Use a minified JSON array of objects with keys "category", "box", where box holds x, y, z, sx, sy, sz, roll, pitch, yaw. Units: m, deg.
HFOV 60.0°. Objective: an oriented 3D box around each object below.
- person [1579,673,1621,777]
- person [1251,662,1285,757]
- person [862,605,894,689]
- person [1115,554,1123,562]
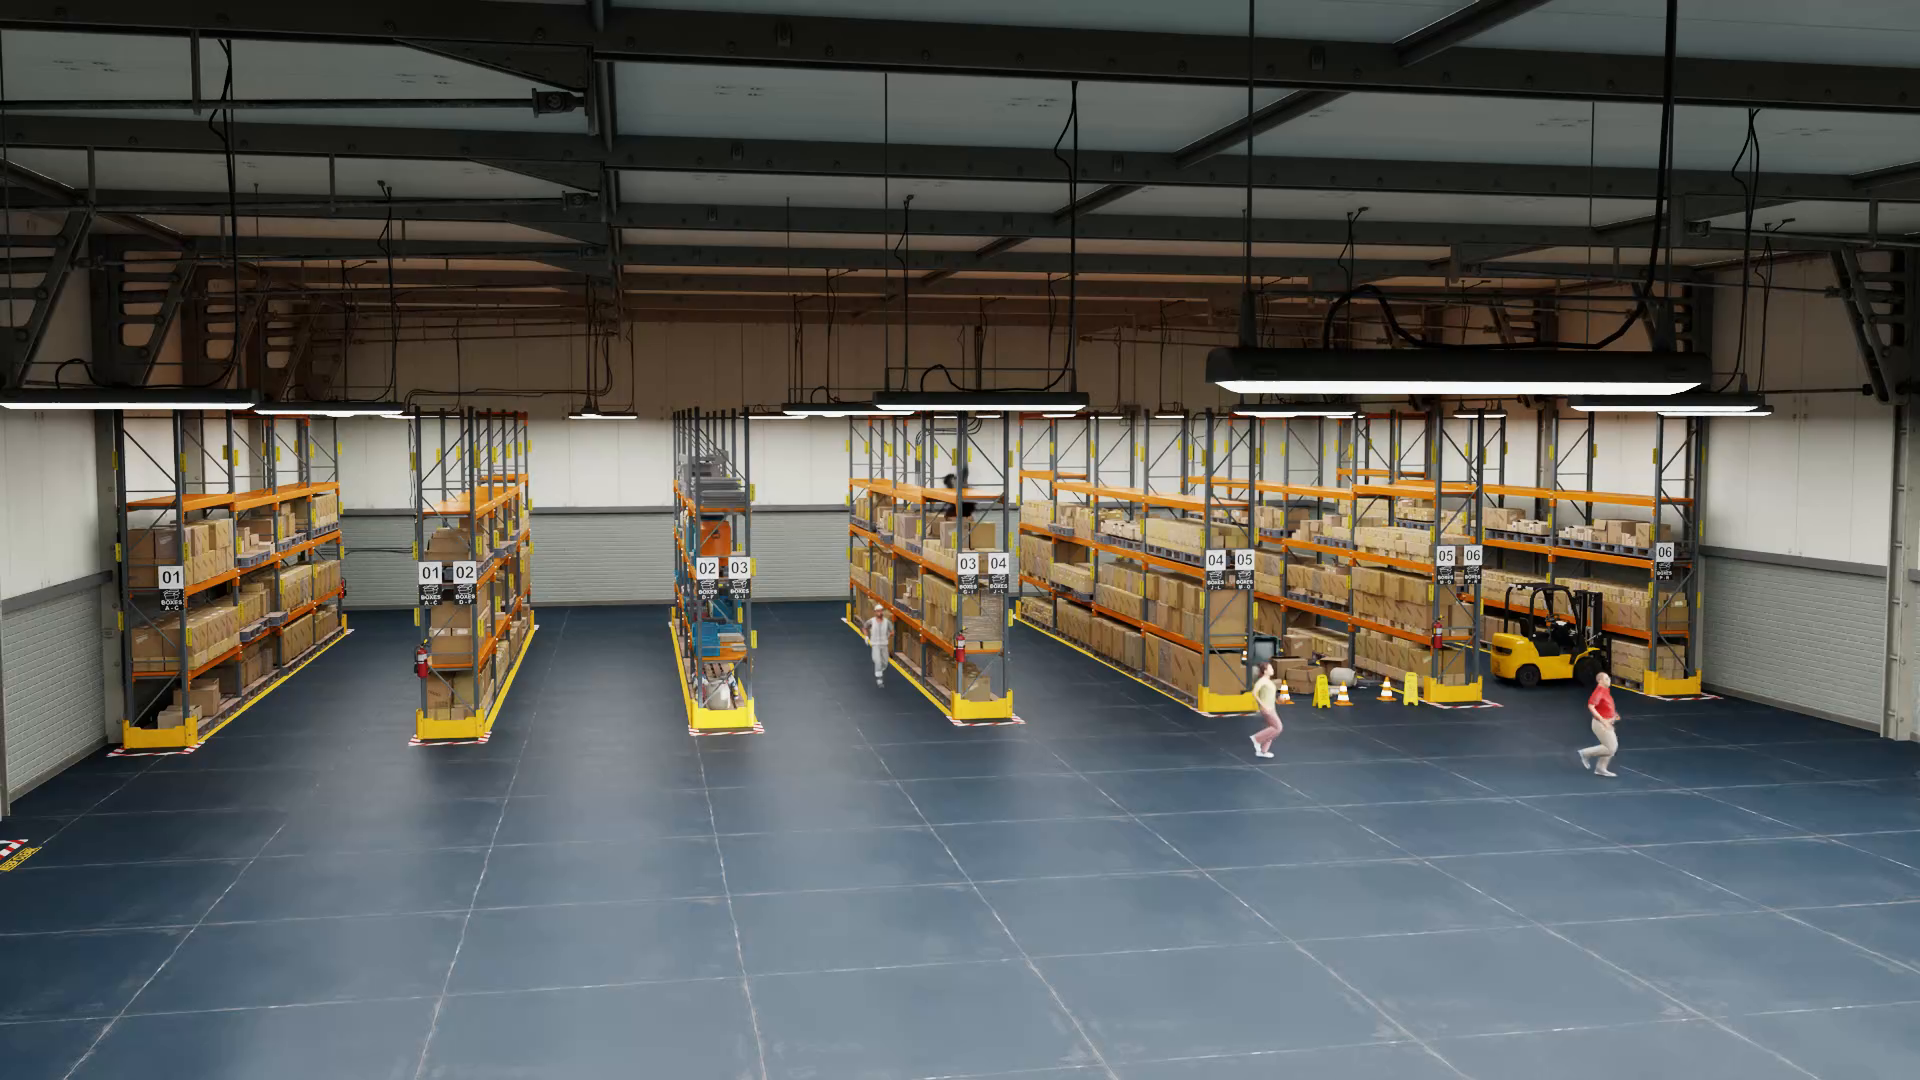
[{"category":"person","box":[10.352,2.979,26.878,0.599,1.684,0.670,2,5,29]},{"category":"person","box":[5.254,2.893,28.348,0.540,1.627,0.563,2,4,22]},{"category":"person","box":[-1.736,2.278,35.821,0.667,1.768,0.967,-1,4,-16]},{"category":"person","box":[4.842,1.274,50.536,0.650,1.720,0.741,0,4,-6]}]
